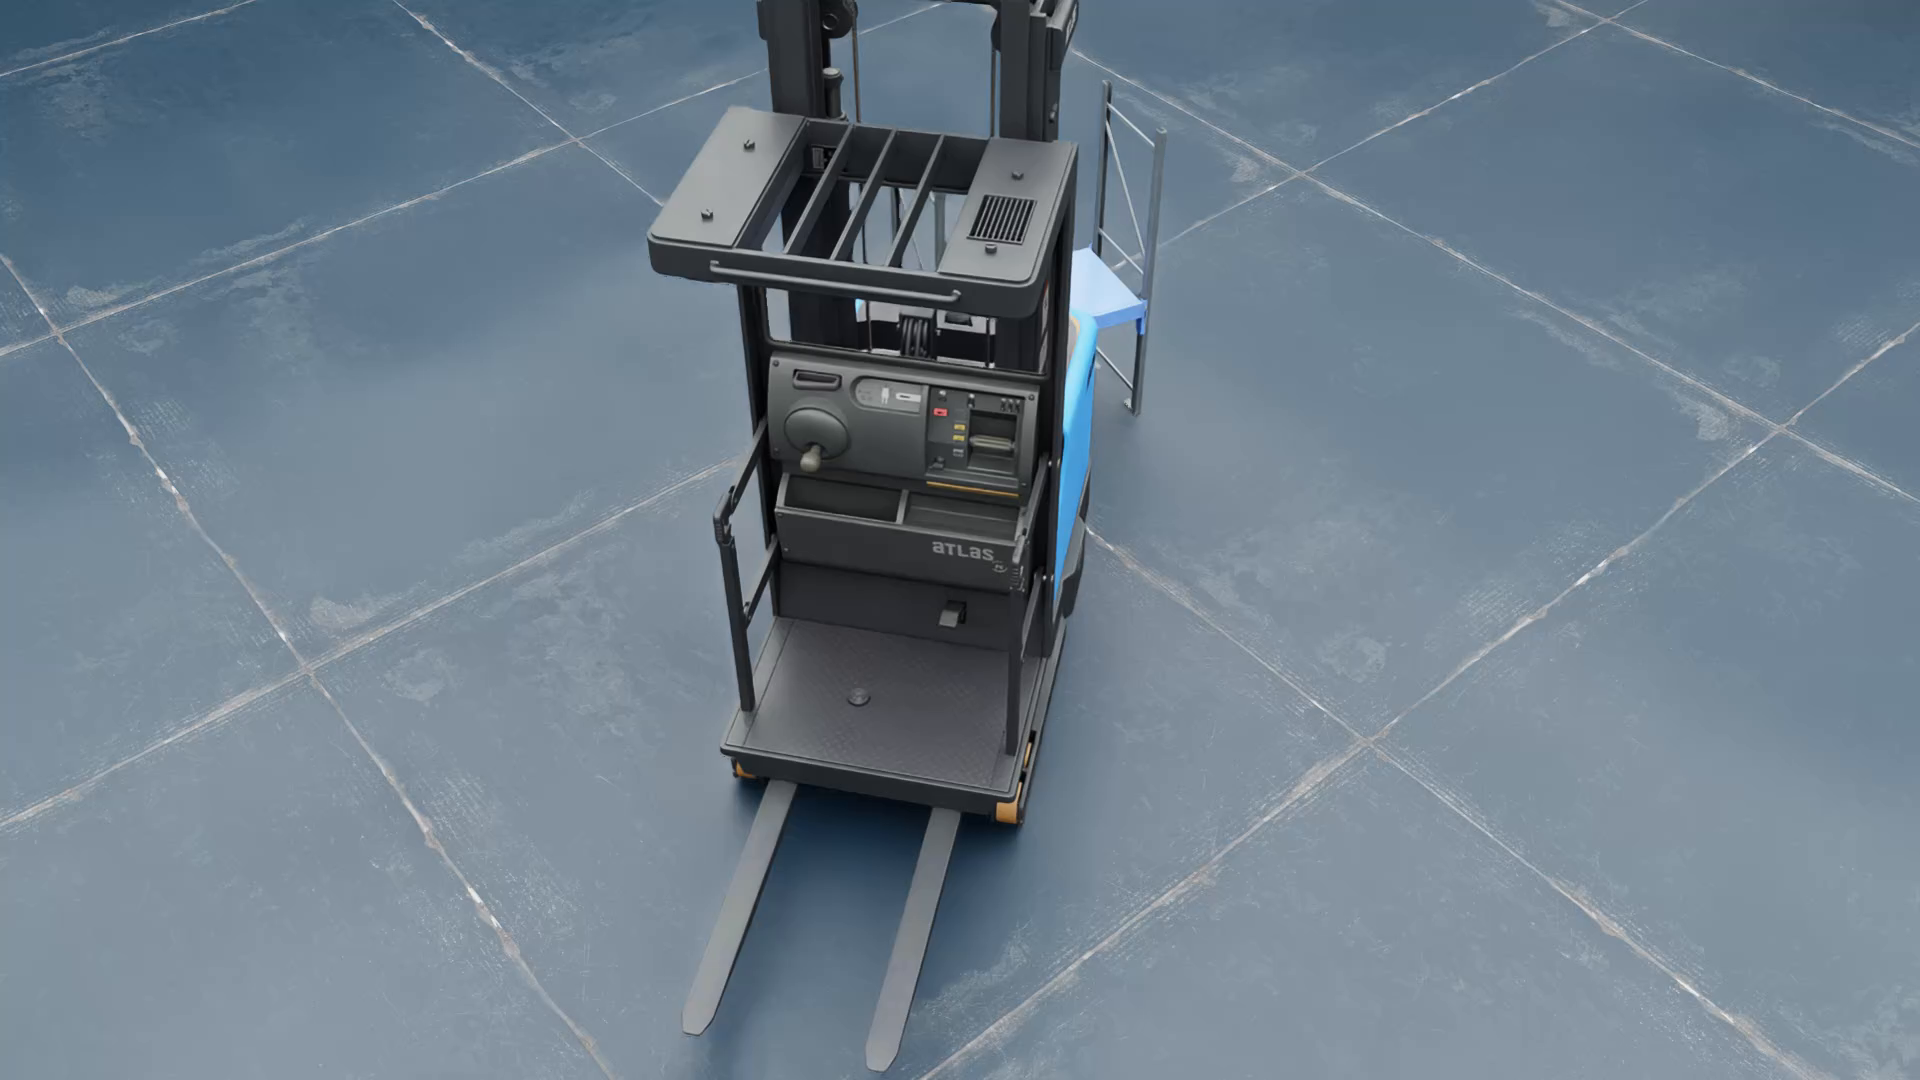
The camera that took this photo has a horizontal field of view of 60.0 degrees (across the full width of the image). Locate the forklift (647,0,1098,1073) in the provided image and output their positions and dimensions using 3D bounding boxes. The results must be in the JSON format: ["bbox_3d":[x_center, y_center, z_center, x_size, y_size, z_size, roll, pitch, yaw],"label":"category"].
[{"bbox_3d":[-0.242,-0.301,5.483,1.130,2.935,3.031,8,44,9],"label":"forklift"}]

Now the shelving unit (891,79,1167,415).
[{"bbox_3d":[0.283,-1.153,7.436,1.048,1.500,0.538,-18,46,-18],"label":"shelving unit"}]

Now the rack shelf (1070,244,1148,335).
[{"bbox_3d":[0.283,-1.022,7.559,1.000,0.185,0.538,-18,46,-18],"label":"rack shelf"}]

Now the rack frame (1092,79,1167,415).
[{"bbox_3d":[0.742,-1.303,7.596,0.032,1.500,0.500,-18,46,-18],"label":"rack frame"}]

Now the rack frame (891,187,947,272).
[{"bbox_3d":[-0.175,-1.003,7.276,0.032,1.500,0.500,-18,46,-18],"label":"rack frame"}]
